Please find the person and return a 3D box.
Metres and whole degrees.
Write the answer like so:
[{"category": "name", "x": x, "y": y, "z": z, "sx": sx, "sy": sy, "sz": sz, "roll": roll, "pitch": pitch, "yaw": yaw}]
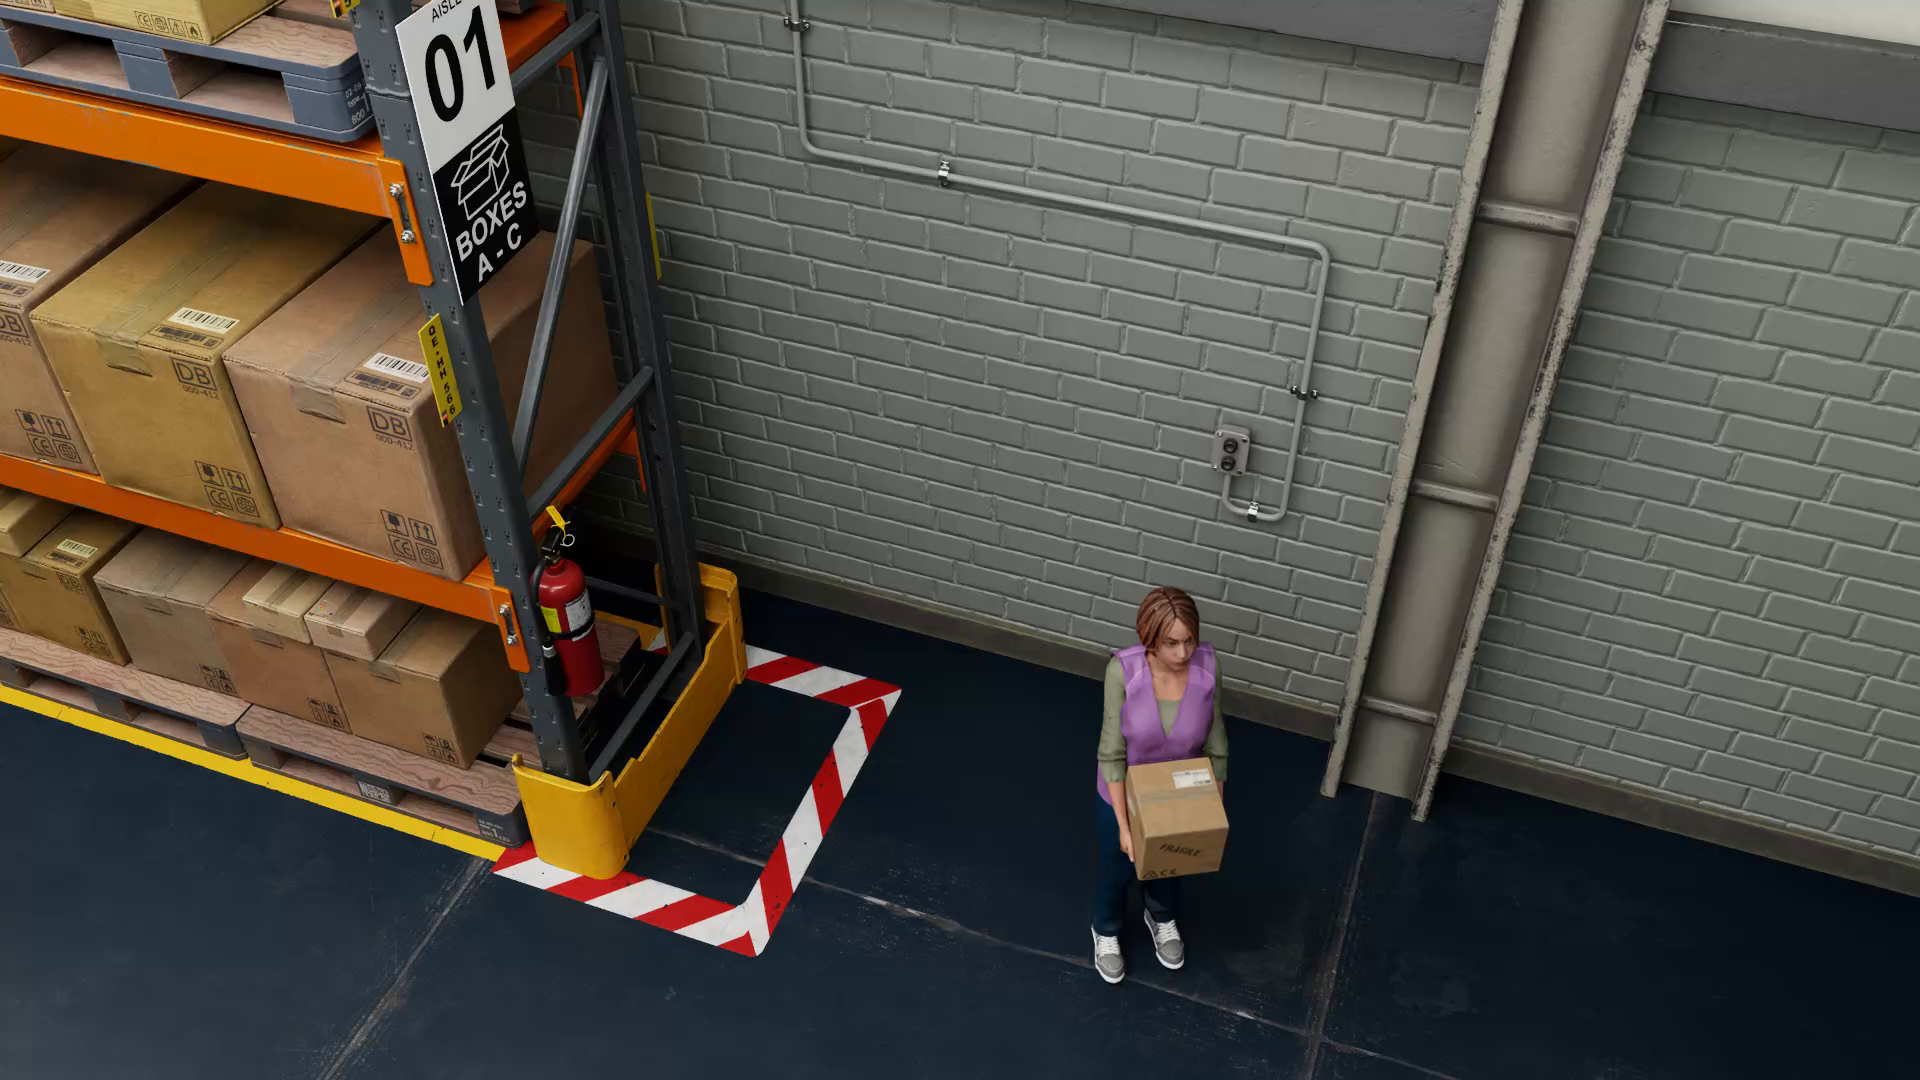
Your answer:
[{"category": "person", "x": 0.624, "y": 0.842, "z": 5.235, "sx": 0.412, "sy": 1.593, "sz": 0.488, "roll": -6, "pitch": 42, "yaw": -6}]
